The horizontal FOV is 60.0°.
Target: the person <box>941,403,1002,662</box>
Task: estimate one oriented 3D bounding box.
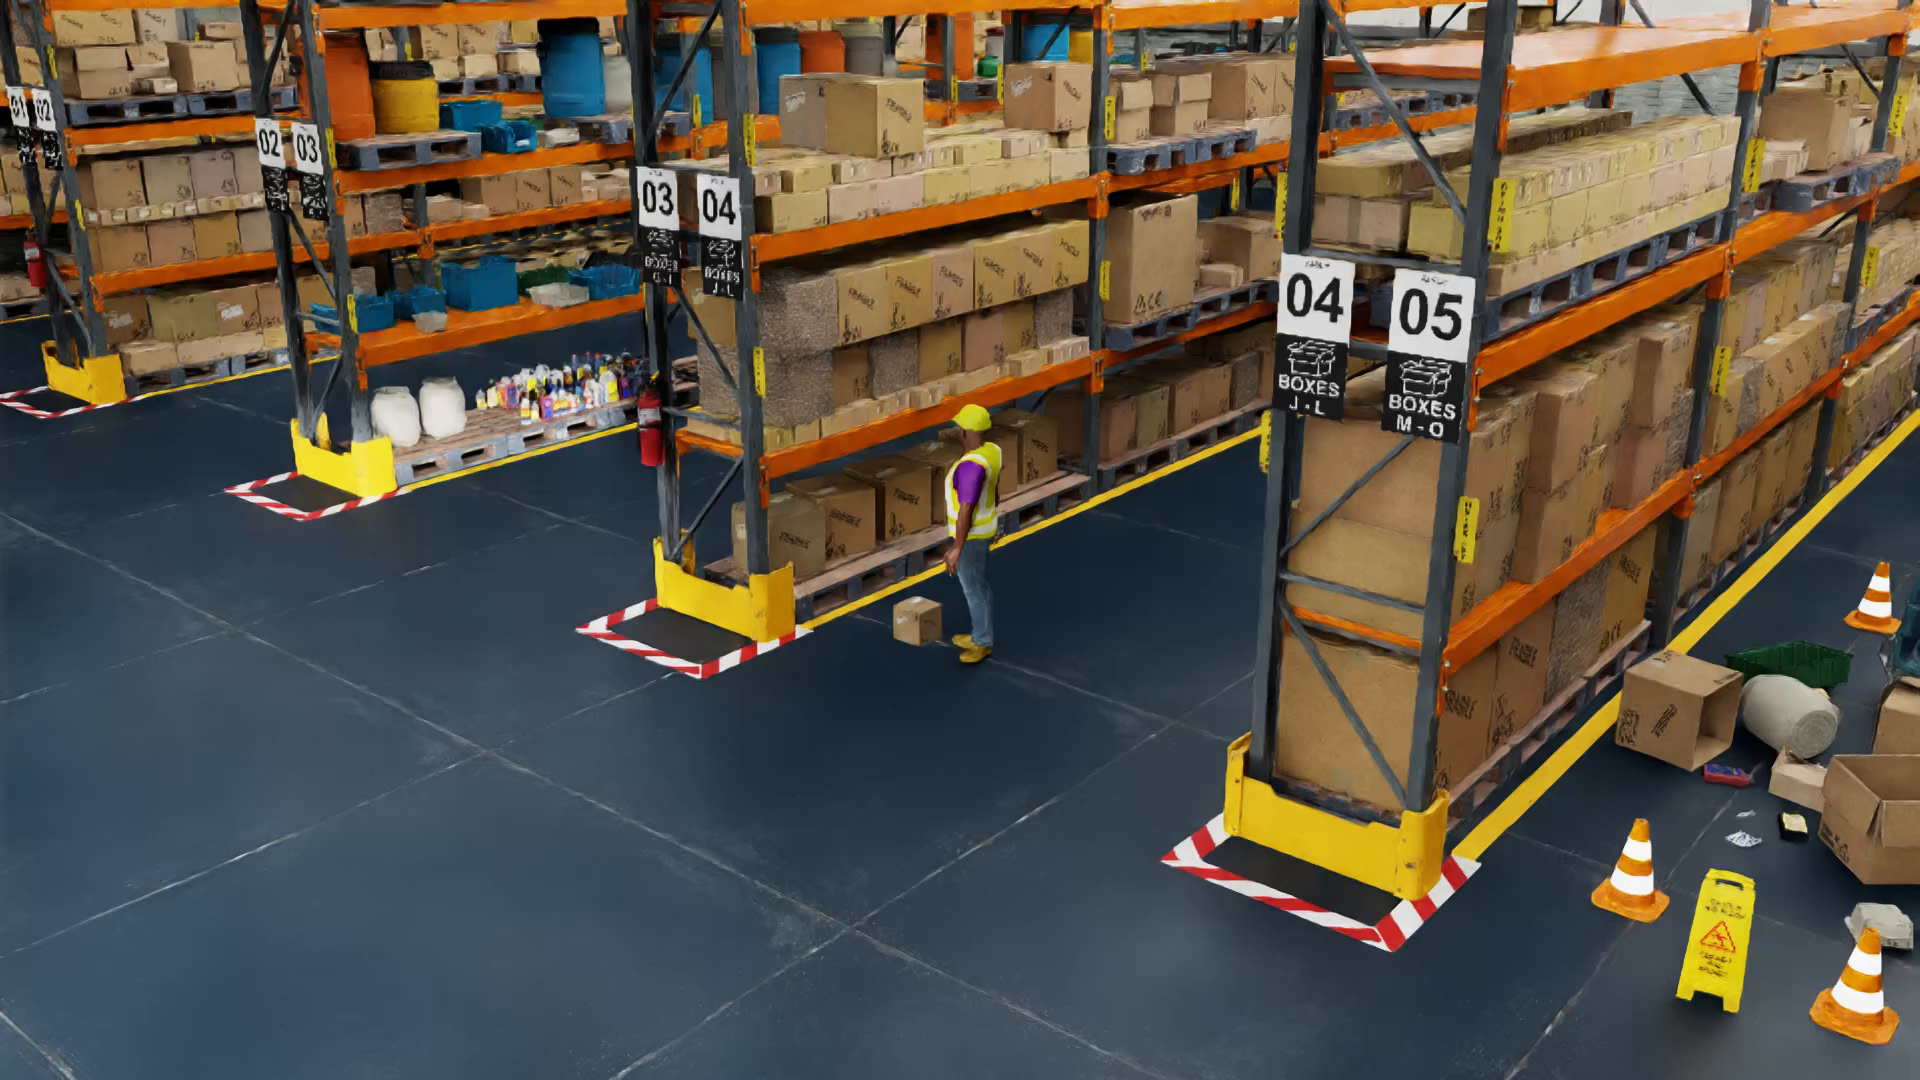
[{"bbox_3d":[0.072,-0.038,11.090,0.341,1.770,0.714,4,20,11],"label":"person"}]
